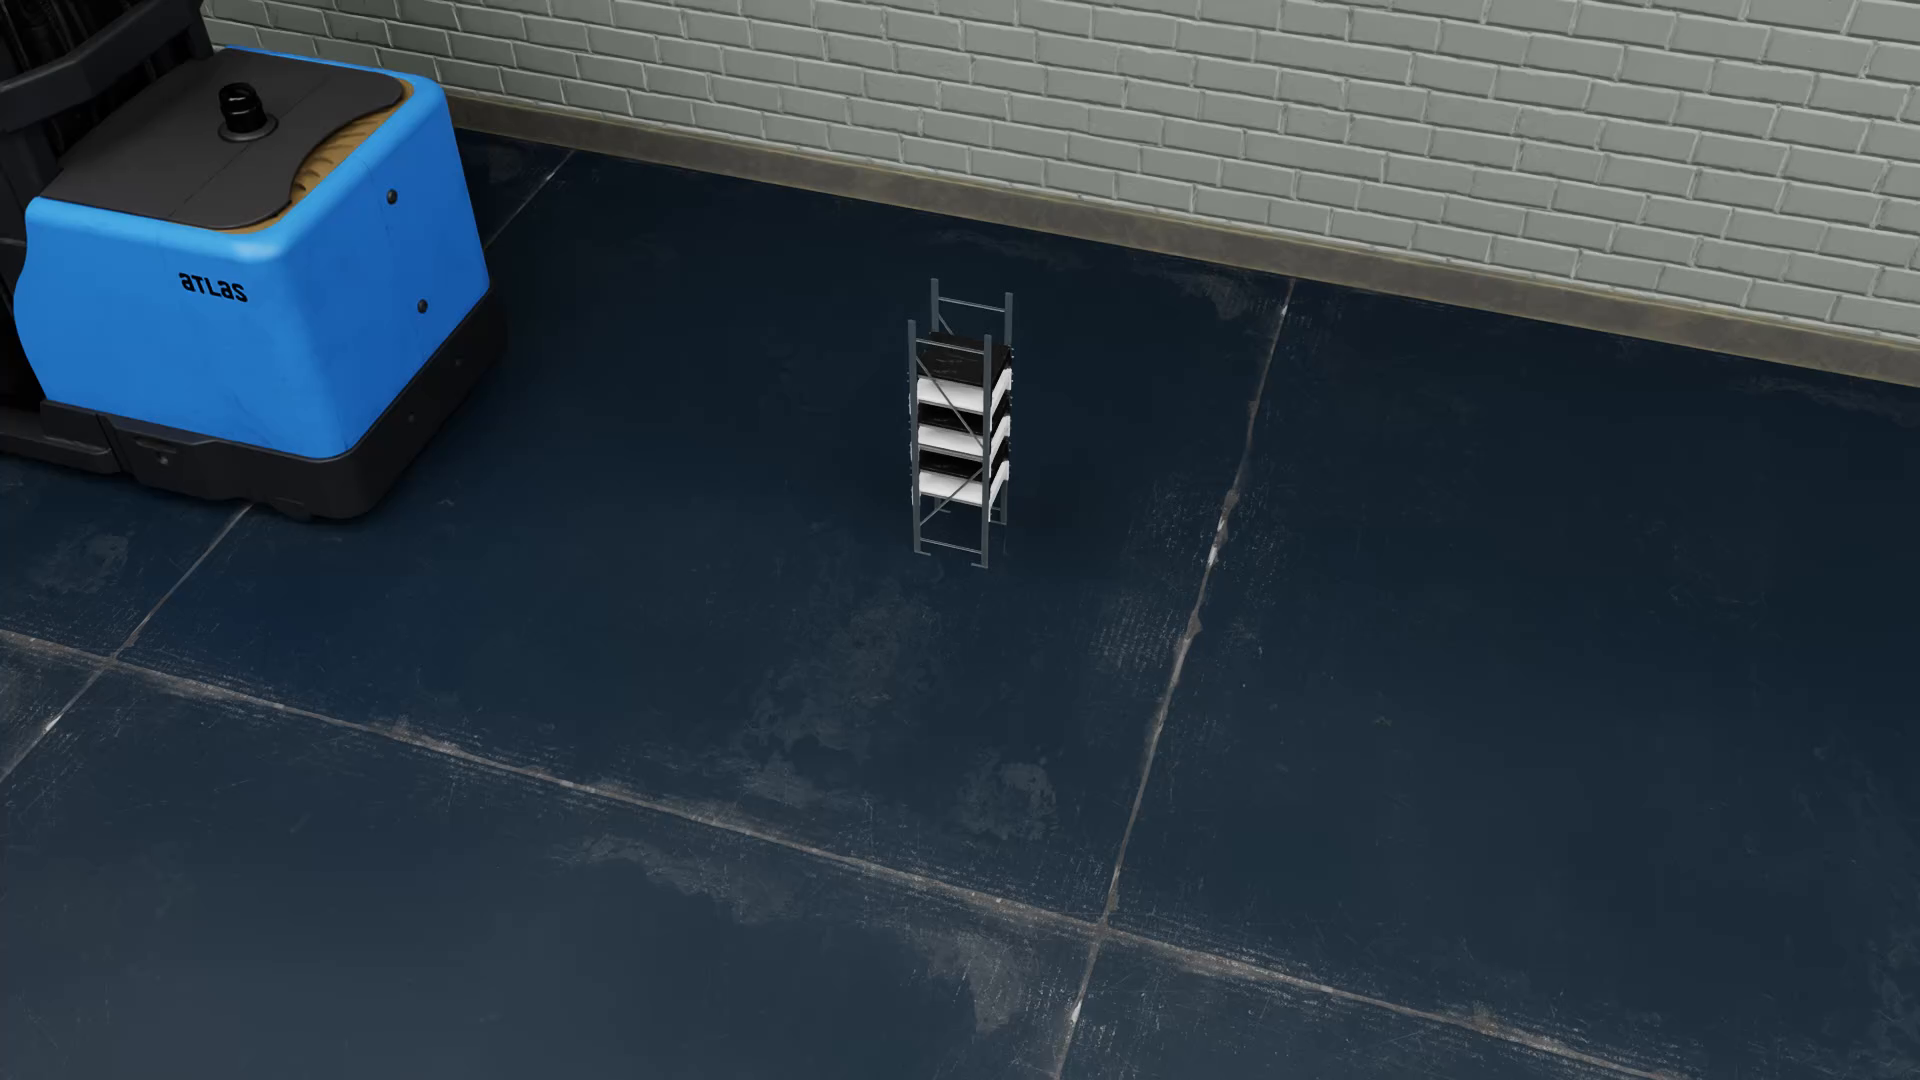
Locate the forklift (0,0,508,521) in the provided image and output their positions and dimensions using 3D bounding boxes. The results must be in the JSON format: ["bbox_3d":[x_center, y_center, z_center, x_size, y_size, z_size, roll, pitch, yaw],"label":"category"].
[{"bbox_3d":[-3.170,-1.704,4.895,3.031,2.935,1.130,12,46,12],"label":"forklift"}]

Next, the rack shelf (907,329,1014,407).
[{"bbox_3d":[0.002,-0.496,4.775,0.258,0.077,0.200,13,46,12],"label":"rack shelf"}]

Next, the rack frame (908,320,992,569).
[{"bbox_3d":[-0.028,-0.259,4.872,0.240,0.900,0.006,13,46,12],"label":"rack frame"}]

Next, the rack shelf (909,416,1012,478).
[{"bbox_3d":[0.002,-0.303,4.964,0.258,0.077,0.200,13,46,12],"label":"rack shelf"}]

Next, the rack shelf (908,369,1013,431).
[{"bbox_3d":[0.002,-0.432,4.838,0.258,0.077,0.200,13,46,12],"label":"rack shelf"}]

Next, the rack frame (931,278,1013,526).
[{"bbox_3d":[0.033,-0.395,5.010,0.240,0.900,0.006,13,46,12],"label":"rack frame"}]

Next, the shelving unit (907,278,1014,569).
[{"bbox_3d":[0.002,-0.327,4.941,0.258,0.900,0.210,13,46,12],"label":"shelving unit"}]

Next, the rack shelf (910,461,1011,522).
[{"bbox_3d":[0.002,-0.175,5.090,0.258,0.077,0.200,13,46,12],"label":"rack shelf"}]

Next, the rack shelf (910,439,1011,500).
[{"bbox_3d":[0.002,-0.239,5.027,0.258,0.077,0.200,13,46,12],"label":"rack shelf"}]

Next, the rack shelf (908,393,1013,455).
[{"bbox_3d":[0.002,-0.368,4.901,0.258,0.077,0.200,13,46,12],"label":"rack shelf"}]
